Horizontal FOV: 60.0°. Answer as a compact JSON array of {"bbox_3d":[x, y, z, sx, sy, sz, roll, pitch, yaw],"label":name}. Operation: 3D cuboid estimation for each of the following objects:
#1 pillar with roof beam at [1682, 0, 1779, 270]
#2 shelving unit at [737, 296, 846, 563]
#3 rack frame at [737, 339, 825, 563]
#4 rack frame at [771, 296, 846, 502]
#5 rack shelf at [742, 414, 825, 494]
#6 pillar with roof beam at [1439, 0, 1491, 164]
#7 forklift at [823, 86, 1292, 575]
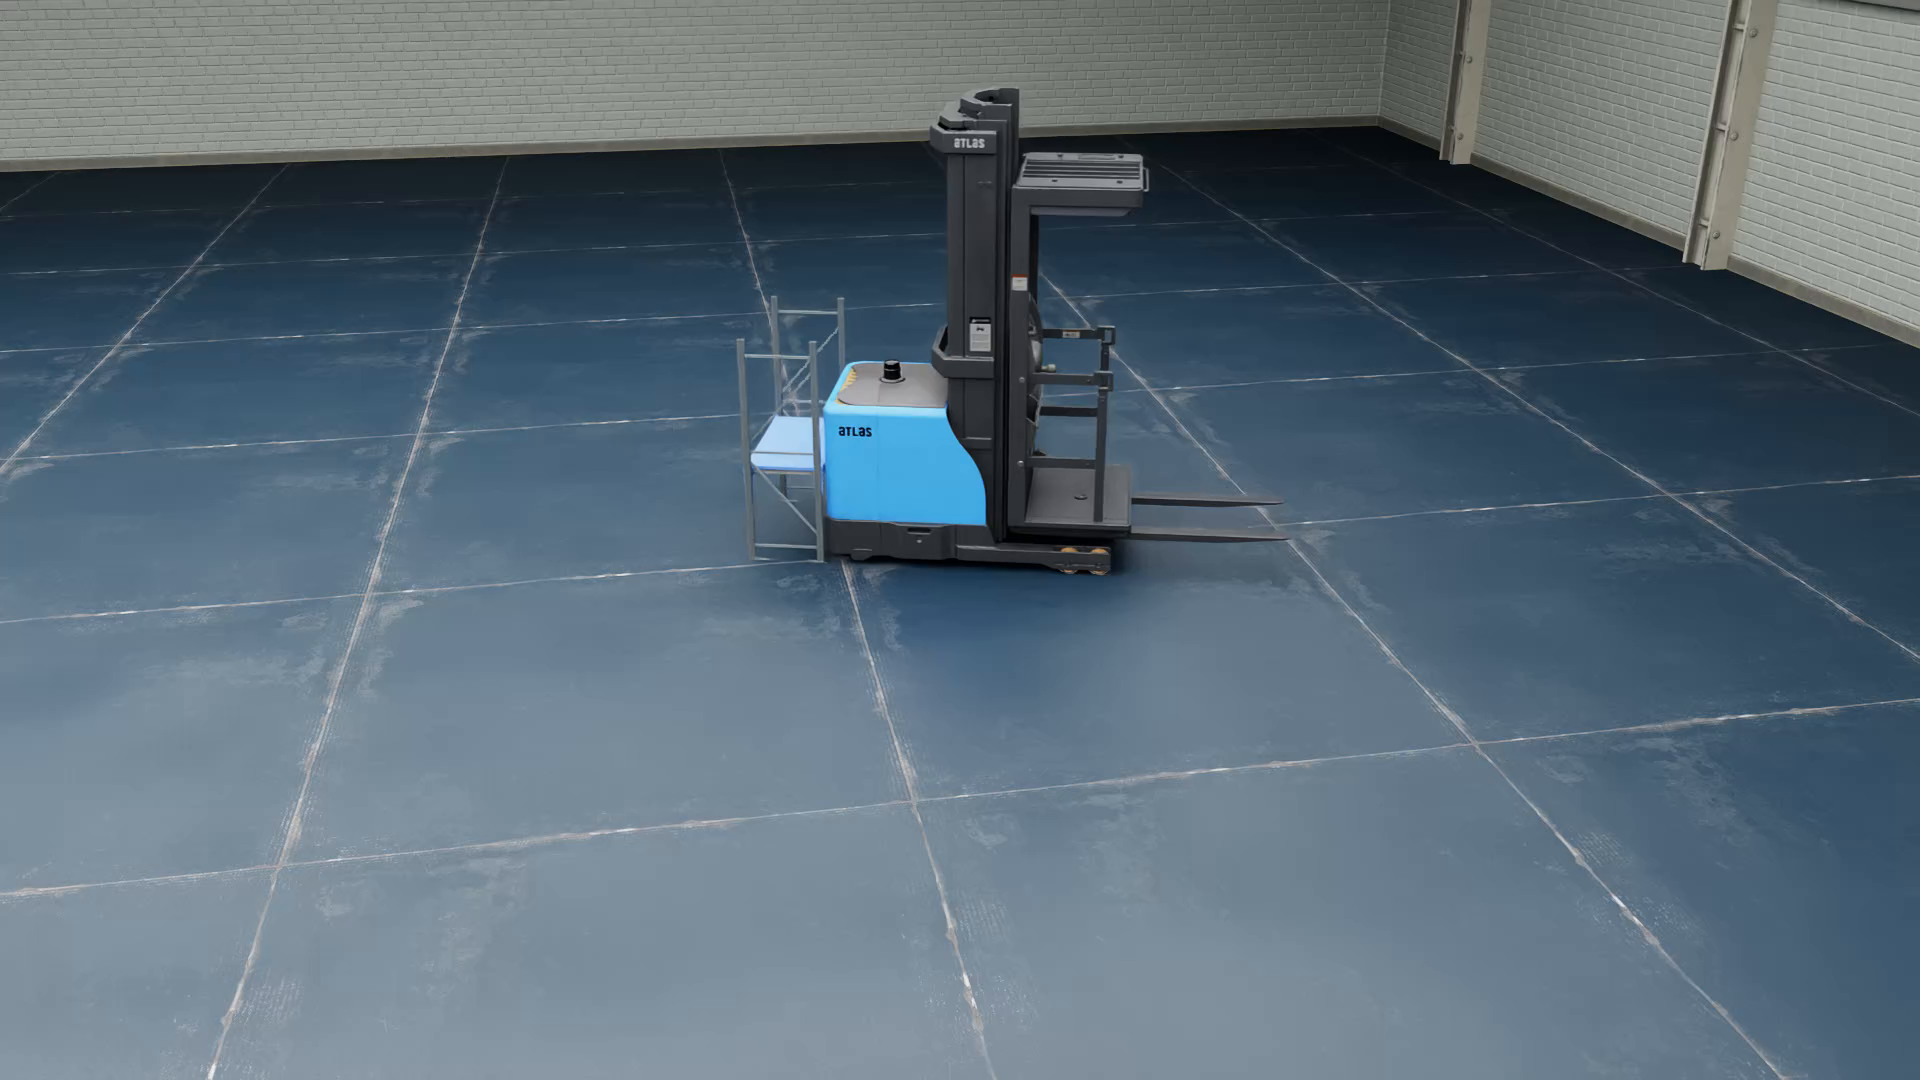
[{"bbox_3d":[3.883,-6.799,15.575,9.100,9.000,0.400,-4,24,-10],"label":"pillar with roof beam"},{"bbox_3d":[-1.087,-0.755,11.104,0.538,1.500,1.048,2,24,6],"label":"shelving unit"},{"bbox_3d":[-1.141,-0.552,10.641,0.500,1.500,0.032,2,24,6],"label":"rack frame"},{"bbox_3d":[-1.034,-0.957,11.568,0.500,1.500,0.032,2,24,6],"label":"rack frame"},{"bbox_3d":[-1.087,-0.590,11.176,0.538,0.185,1.000,2,24,6],"label":"rack shelf"},{"bbox_3d":[2.773,-9.159,20.978,9.100,9.000,0.400,-4,24,-10],"label":"pillar with roof beam"},{"bbox_3d":[0.666,-1.341,10.658,3.031,2.935,1.130,2,24,5],"label":"forklift"}]
